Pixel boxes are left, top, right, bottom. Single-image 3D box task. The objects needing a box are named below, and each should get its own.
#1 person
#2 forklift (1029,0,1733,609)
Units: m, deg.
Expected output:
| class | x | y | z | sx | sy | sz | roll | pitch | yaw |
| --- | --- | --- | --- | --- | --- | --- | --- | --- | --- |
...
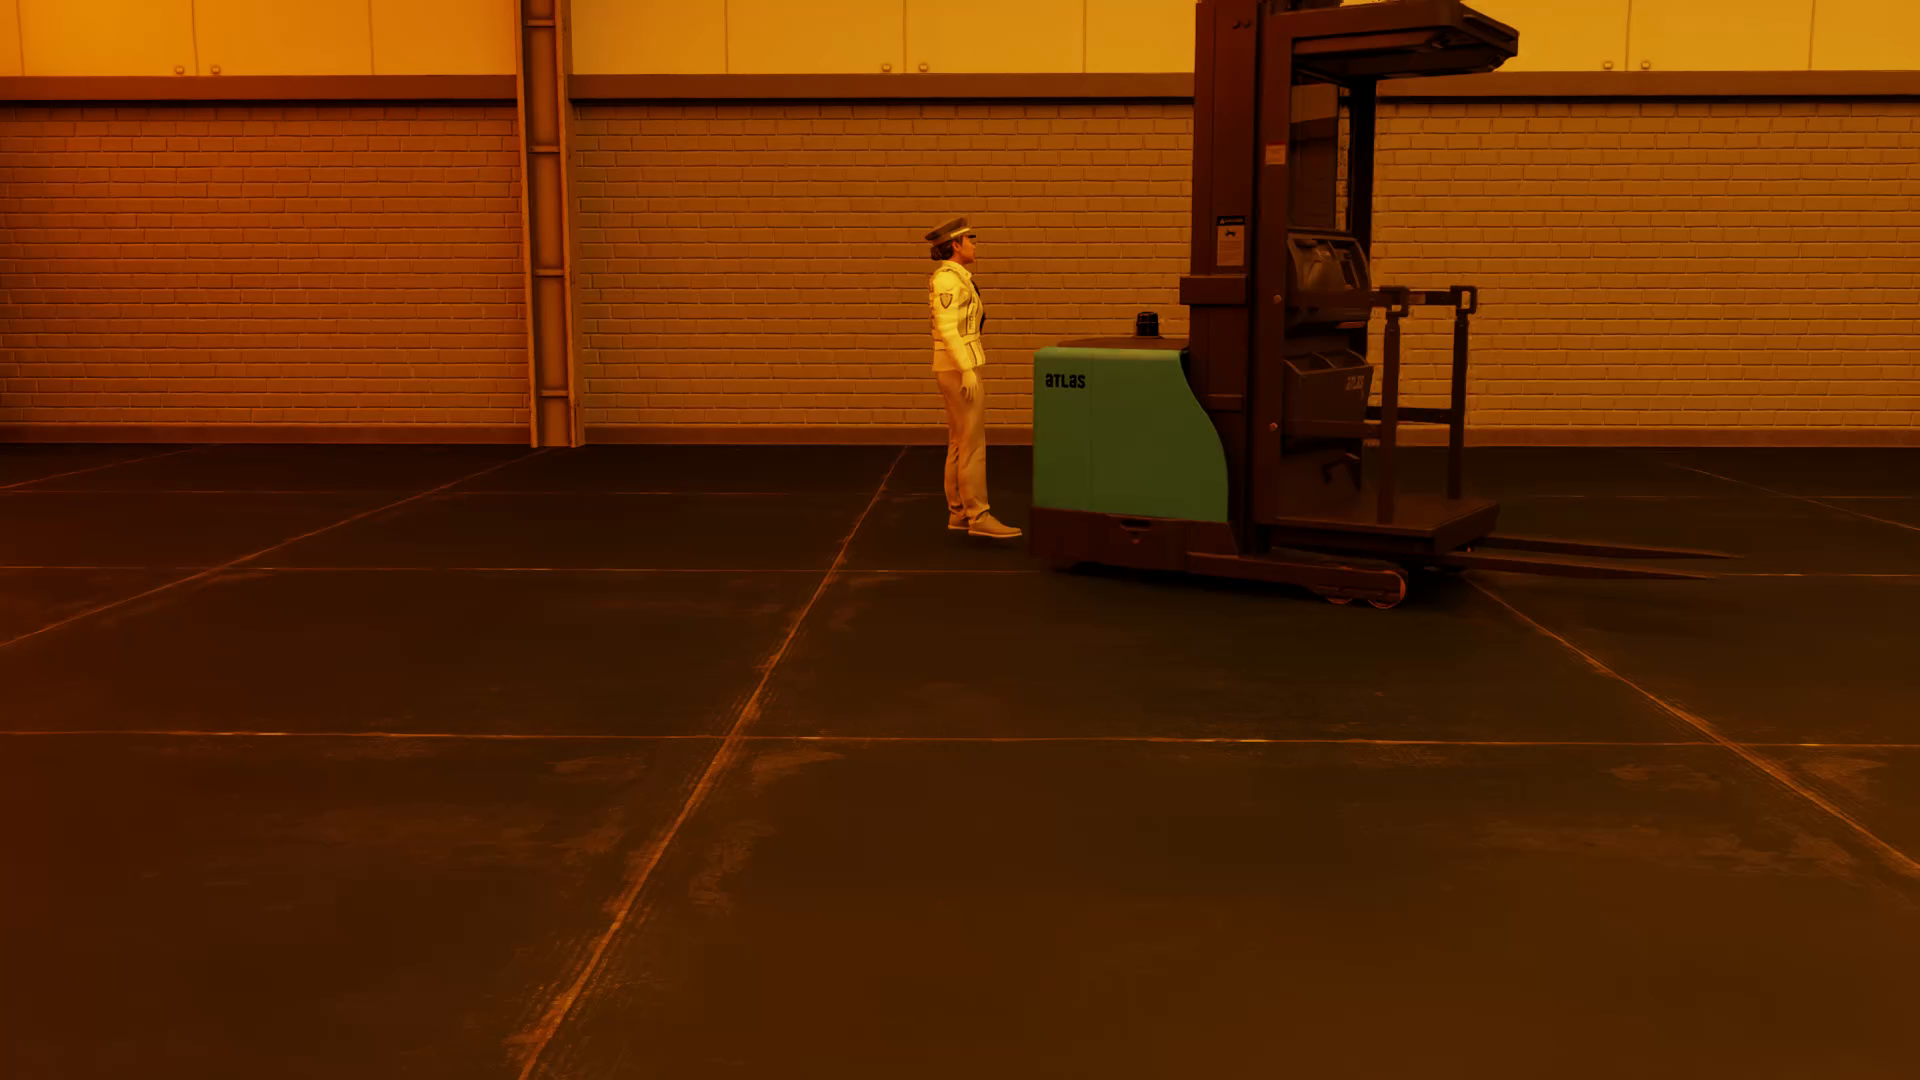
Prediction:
| class | x | y | z | sx | sy | sz | roll | pitch | yaw |
| --- | --- | --- | --- | --- | --- | --- | --- | --- | --- |
| person | 0.073 | -0.880 | 8.868 | 0.525 | 1.695 | 0.600 | 0 | 9 | 2 |
| forklift | 1.851 | -1.246 | 7.449 | 3.031 | 2.935 | 1.130 | 6 | 10 | 32 |
